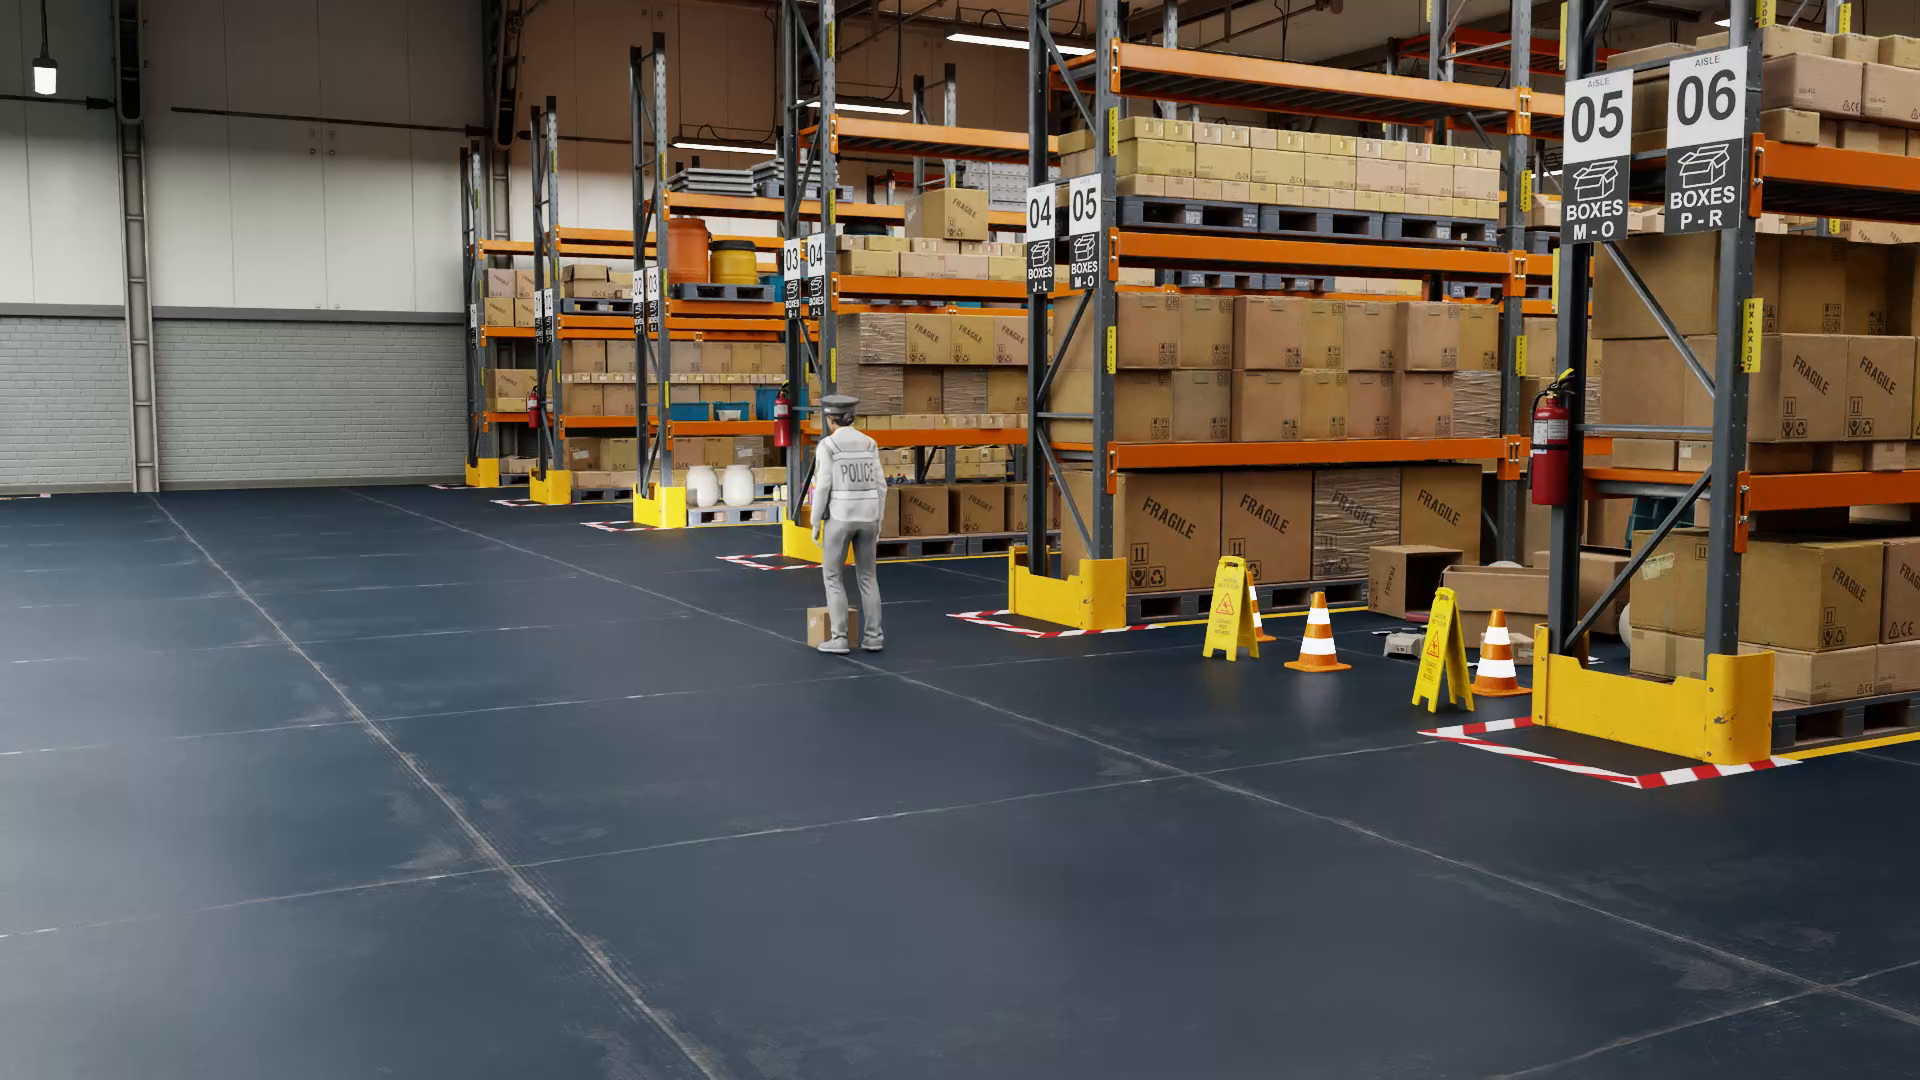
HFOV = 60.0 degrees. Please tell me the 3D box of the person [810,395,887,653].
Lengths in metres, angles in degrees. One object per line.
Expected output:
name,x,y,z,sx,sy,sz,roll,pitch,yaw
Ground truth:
person,-0.722,-0.102,10.725,0.539,1.662,0.374,-3,6,-32
